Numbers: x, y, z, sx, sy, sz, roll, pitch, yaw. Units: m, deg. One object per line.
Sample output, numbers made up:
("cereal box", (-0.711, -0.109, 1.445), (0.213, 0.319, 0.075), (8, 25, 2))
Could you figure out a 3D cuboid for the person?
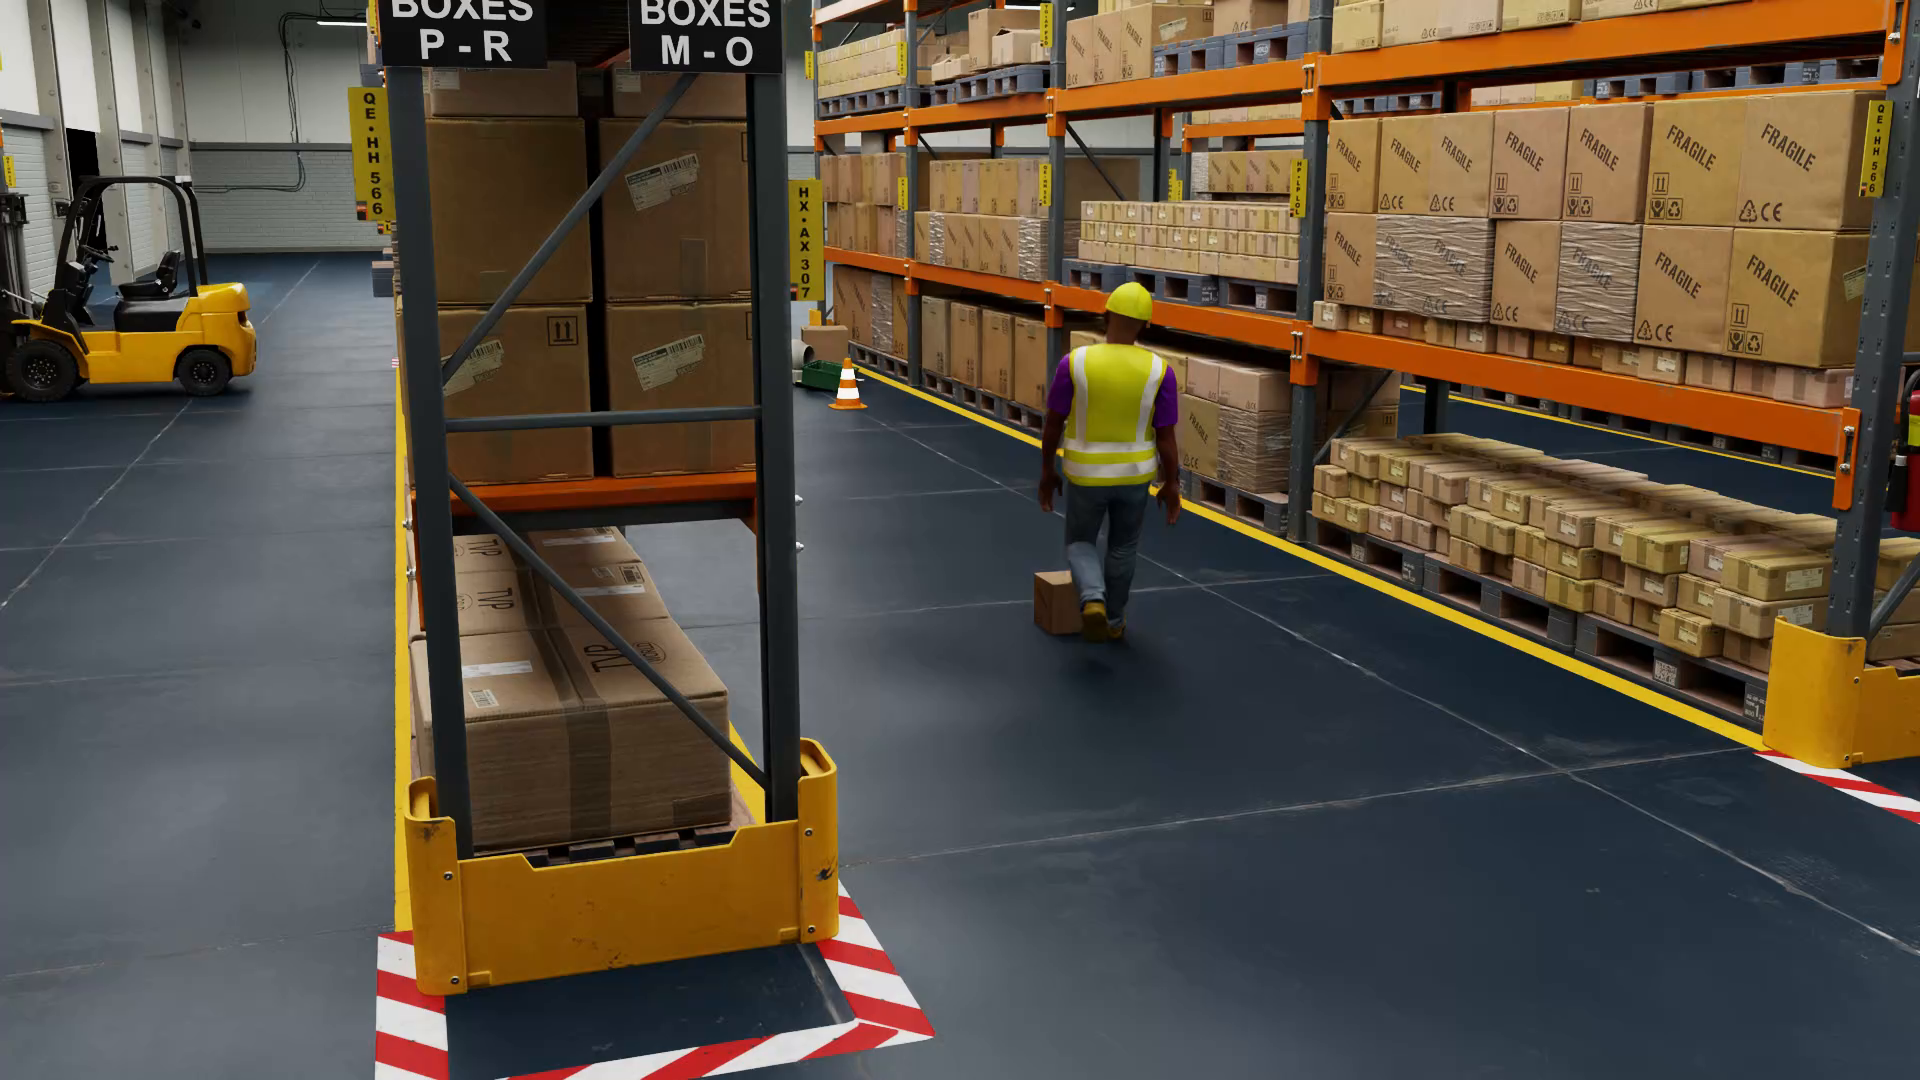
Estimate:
("person", (0.674, -0.329, 7.572), (0.641, 1.701, 0.837), (0, 12, 1))
